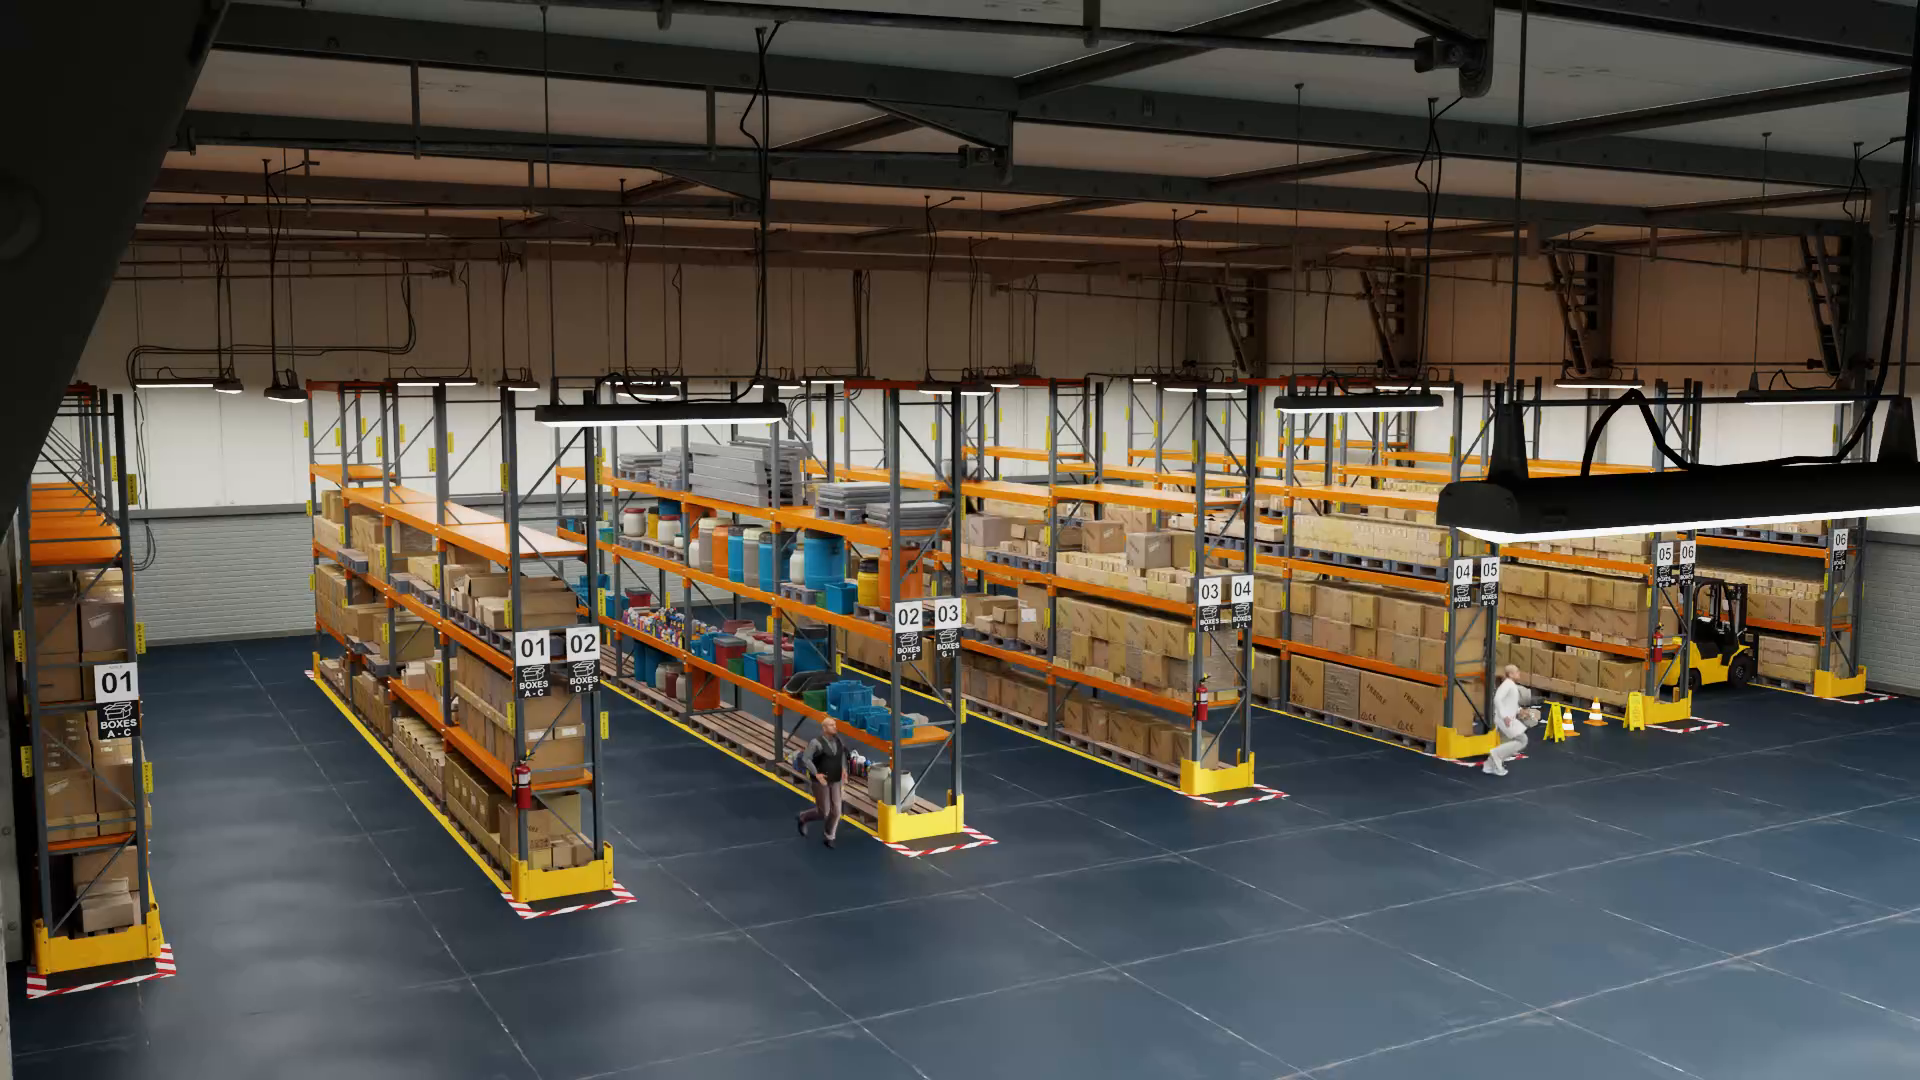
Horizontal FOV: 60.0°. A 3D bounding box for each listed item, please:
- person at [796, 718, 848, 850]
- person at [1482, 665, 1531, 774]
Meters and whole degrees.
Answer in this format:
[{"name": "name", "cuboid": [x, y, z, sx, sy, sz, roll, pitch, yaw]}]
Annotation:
[{"name": "person", "cuboid": [-1.781, 3.188, 21.949, 0.670, 1.717, 0.692, 6, 8, 44]}, {"name": "person", "cuboid": [8.415, 2.762, 25.563, 0.688, 1.704, 0.649, 1, 6, 13]}]
